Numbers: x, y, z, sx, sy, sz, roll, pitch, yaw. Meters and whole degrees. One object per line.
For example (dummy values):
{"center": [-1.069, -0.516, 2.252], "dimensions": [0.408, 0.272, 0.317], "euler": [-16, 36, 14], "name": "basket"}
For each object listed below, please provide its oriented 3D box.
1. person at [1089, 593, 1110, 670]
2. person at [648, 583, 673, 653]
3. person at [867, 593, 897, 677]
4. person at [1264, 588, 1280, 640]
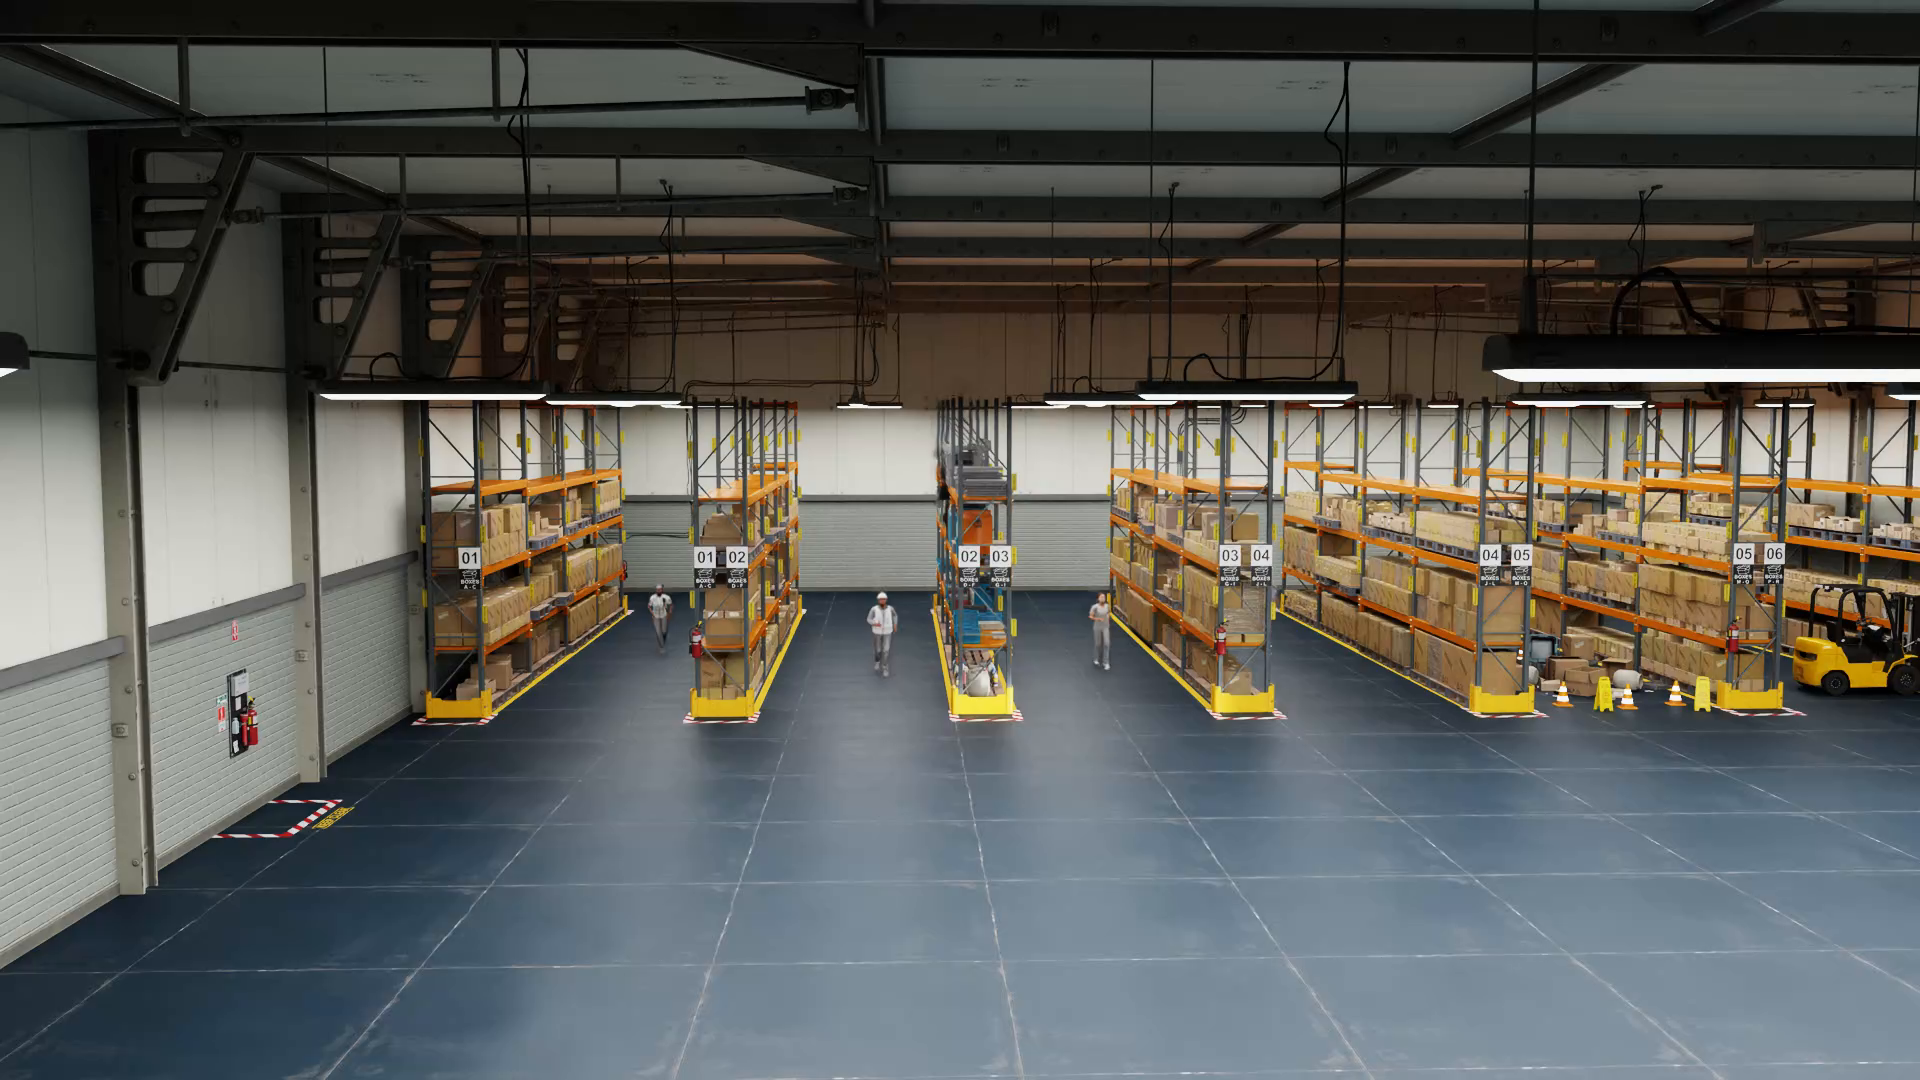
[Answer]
{"center": [3.132, 2.018, 37.192], "dimensions": [0.552, 1.710, 0.774], "euler": [-1, 4, -11], "name": "person"}
{"center": [-7.145, 1.846, 39.633], "dimensions": [0.588, 1.658, 0.546], "euler": [0, 4, -5], "name": "person"}
{"center": [-1.688, 2.037, 36.221], "dimensions": [0.676, 1.802, 0.854], "euler": [-1, 4, -8], "name": "person"}
{"center": [7.563, 1.775, 40.934], "dimensions": [0.627, 1.620, 0.634], "euler": [0, 4, -6], "name": "person"}
